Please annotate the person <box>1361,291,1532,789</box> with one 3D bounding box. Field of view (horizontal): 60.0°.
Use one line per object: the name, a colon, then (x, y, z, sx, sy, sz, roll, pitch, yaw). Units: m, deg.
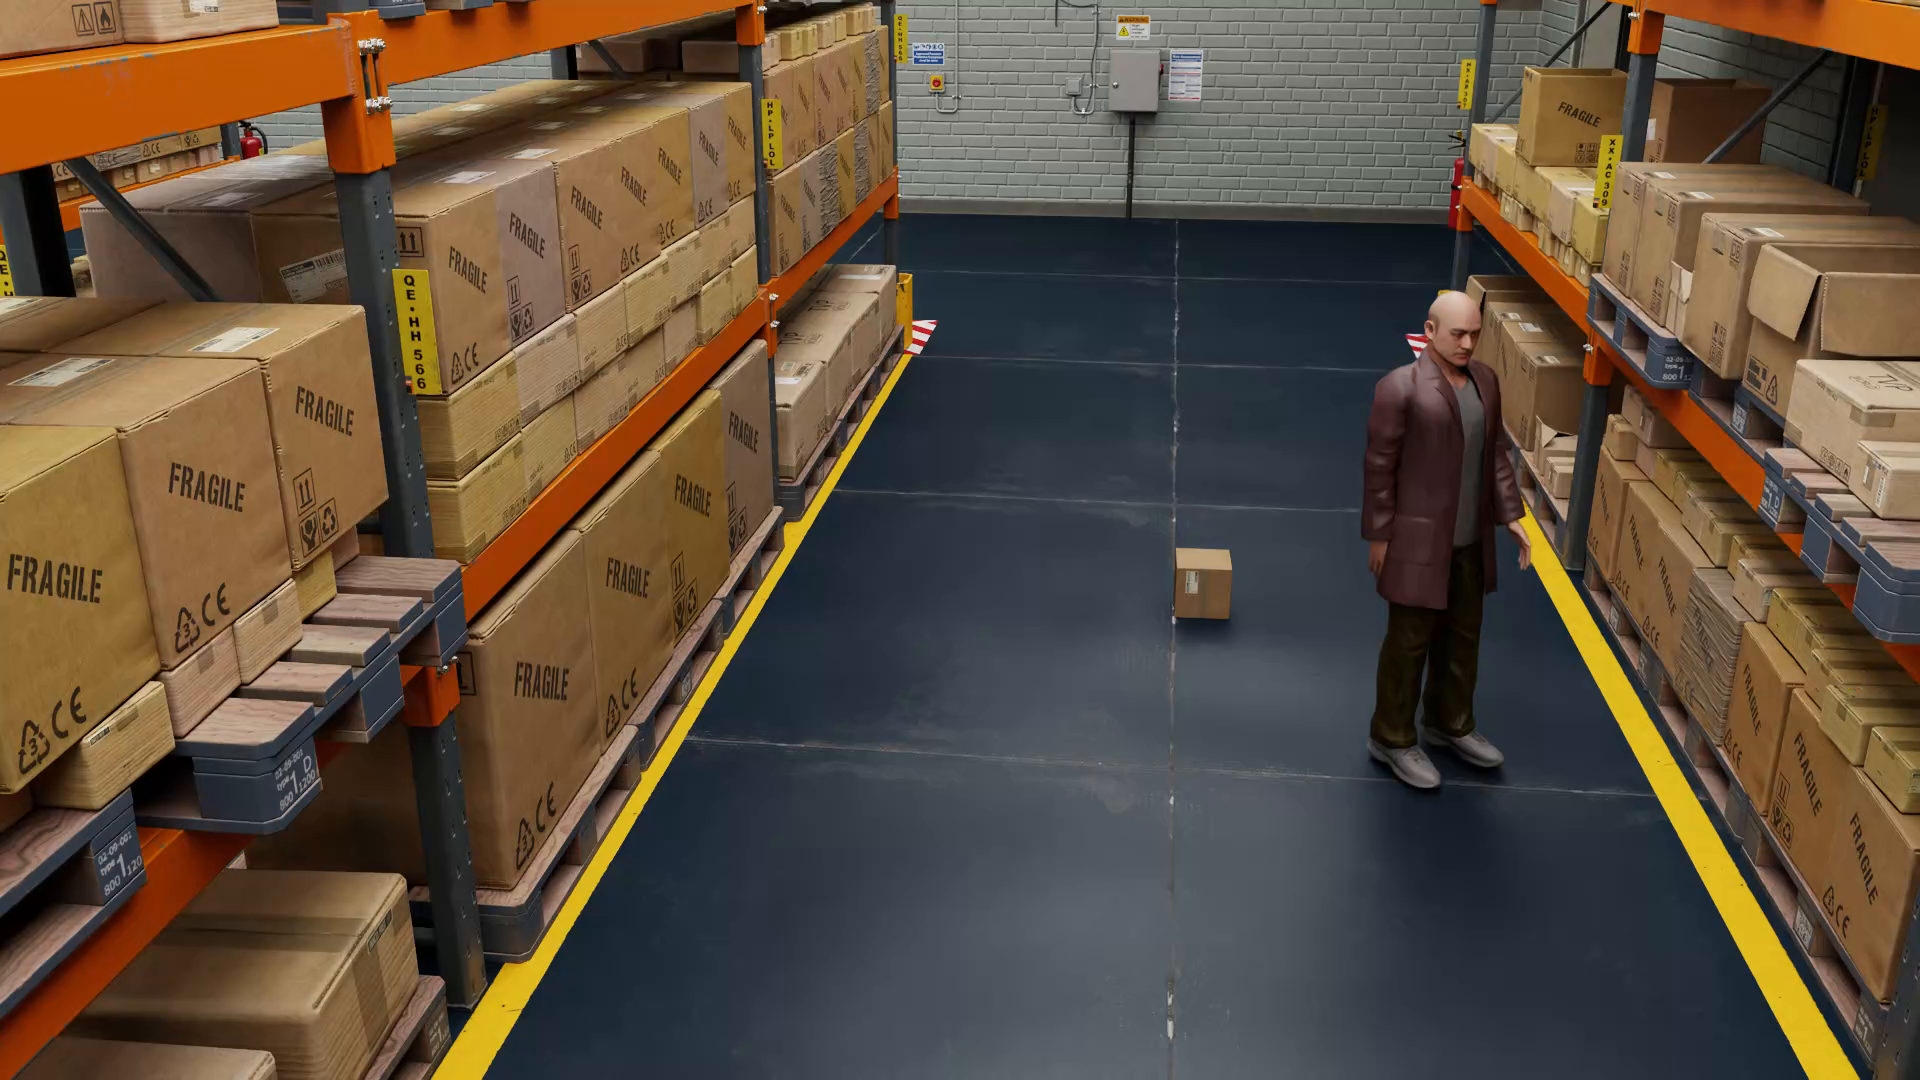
person: (1.778, 0.002, 6.040, 0.582, 1.790, 0.471, -11, 23, -27)
